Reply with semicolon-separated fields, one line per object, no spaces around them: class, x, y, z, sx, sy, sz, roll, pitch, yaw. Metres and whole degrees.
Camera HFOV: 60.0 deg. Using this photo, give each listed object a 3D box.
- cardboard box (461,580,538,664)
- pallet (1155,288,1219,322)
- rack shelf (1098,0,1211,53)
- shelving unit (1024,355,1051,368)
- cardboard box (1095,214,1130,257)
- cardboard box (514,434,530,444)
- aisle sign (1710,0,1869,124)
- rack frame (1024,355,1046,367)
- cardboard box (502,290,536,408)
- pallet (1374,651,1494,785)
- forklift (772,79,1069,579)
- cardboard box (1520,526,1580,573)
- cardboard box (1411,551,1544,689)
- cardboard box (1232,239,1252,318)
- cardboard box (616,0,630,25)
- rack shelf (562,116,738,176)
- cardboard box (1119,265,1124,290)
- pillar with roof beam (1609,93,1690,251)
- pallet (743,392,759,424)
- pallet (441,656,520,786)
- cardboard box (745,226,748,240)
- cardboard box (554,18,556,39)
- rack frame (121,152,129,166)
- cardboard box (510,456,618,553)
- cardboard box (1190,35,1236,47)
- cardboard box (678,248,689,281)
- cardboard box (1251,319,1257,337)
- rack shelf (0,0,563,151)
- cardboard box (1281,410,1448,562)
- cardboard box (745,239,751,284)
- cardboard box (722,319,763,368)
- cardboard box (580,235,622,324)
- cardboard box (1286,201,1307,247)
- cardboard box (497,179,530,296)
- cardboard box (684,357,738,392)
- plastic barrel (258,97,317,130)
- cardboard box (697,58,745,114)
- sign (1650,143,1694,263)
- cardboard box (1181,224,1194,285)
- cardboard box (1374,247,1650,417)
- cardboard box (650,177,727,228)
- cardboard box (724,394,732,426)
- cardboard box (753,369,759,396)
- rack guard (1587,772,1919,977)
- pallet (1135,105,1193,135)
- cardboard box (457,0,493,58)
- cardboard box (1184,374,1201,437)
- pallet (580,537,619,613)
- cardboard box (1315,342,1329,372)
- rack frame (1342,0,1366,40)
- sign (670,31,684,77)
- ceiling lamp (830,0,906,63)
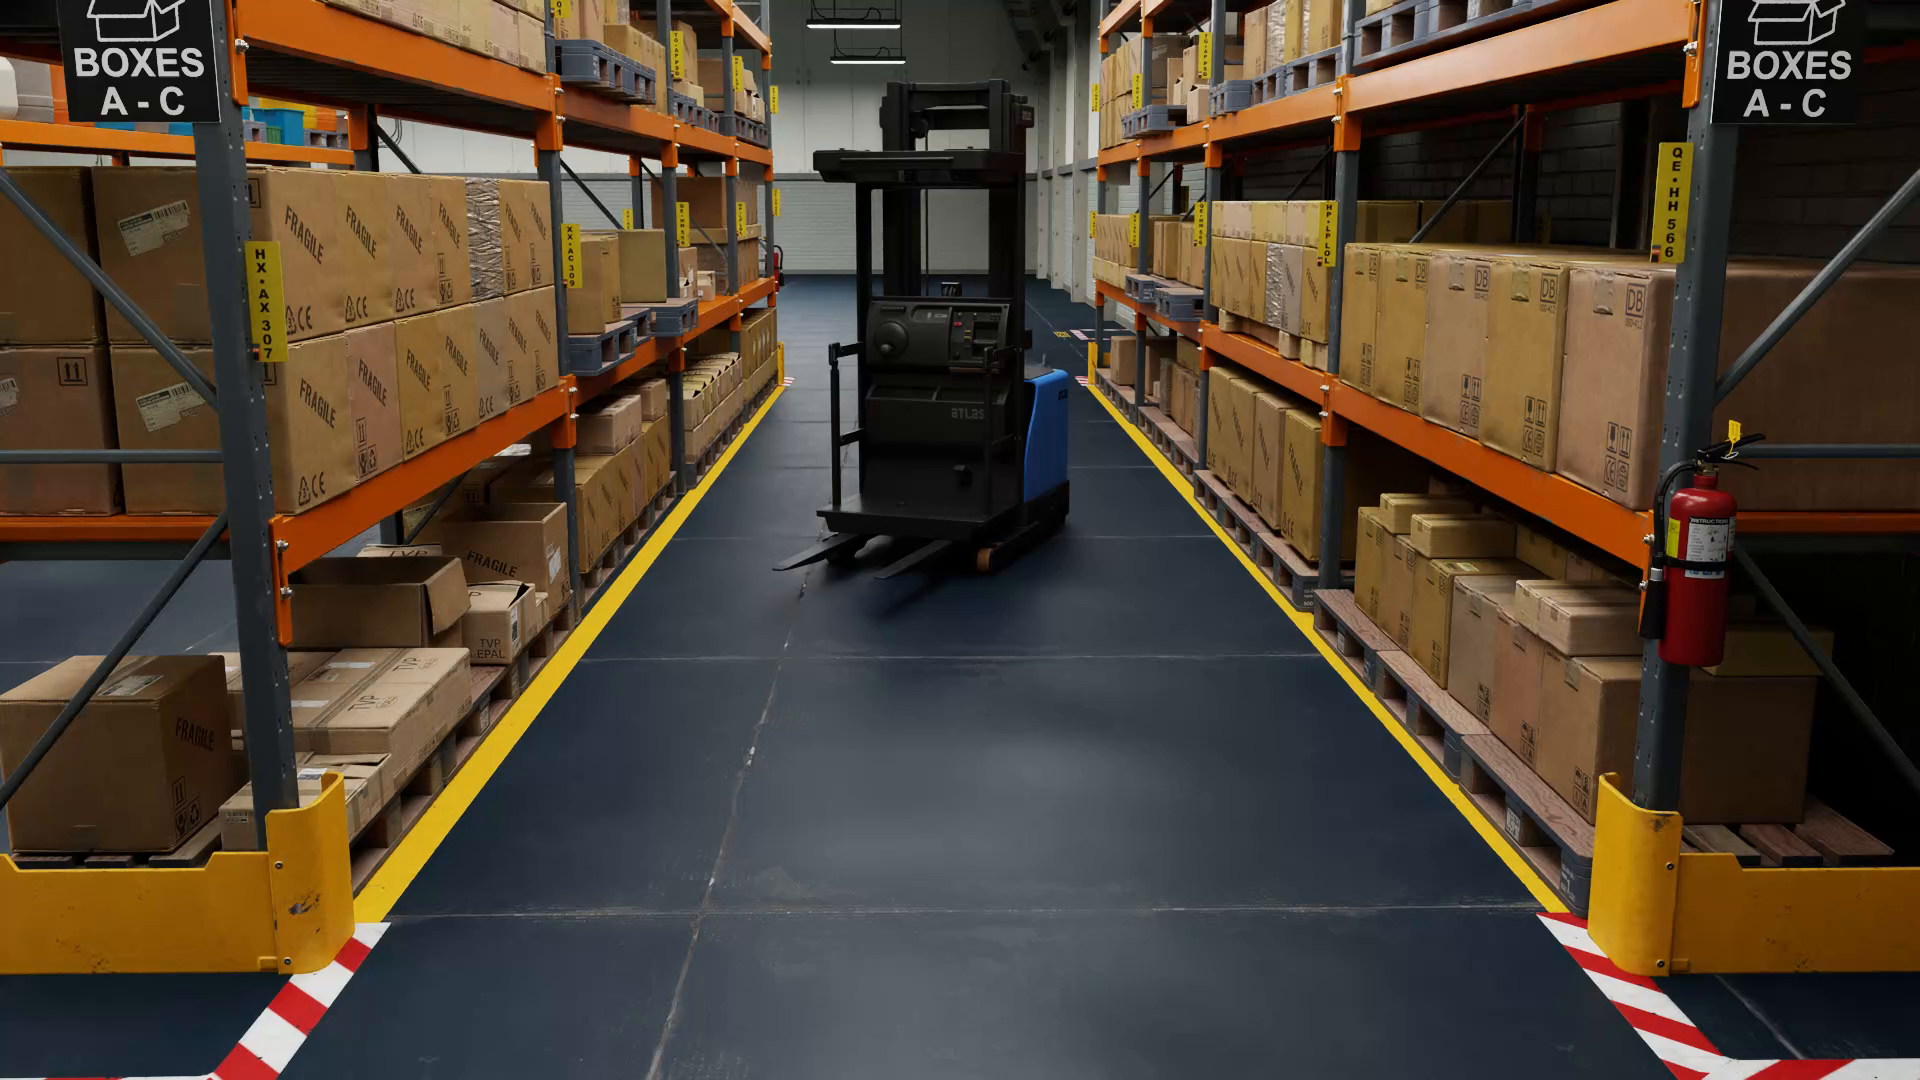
cardboard box;-2.213;0.344;7.476;0.500;0.311;0.500;0;11;-1
pallet;2.224;-1.883;13.278;1.213;0.211;1.003;0;11;-1
rack shelf;2.222;-5.614;17.918;1.077;0.370;4.000;0;11;-1
shelving unit;0.437;-0.791;12.194;0.258;1.200;0.189;4;-22;18
cardboard box;1.890;-3.634;19.866;0.500;0.500;0.500;0;11;-1
cardboard box;-2.846;-0.406;10.697;0.500;0.500;0.500;-1;11;-3
aisle sign;2.212;-1.504;4.390;0.394;0.787;0.004;0;11;-1
rack frame;0.413;-0.827;12.113;0.240;1.200;0.006;4;-22;18
cardboard box;-2.245;-0.868;7.540;0.500;0.500;0.500;0;11;0
pallet;2.394;0.721;6.976;1.003;0.211;1.213;0;11;-1
forklift;-0.212;-1.318;10.186;1.130;2.935;3.031;4;12;19
cardboard box;2.566;0.039;6.923;0.380;0.149;0.250;0;11;-2
cardboard box;2.357;0.330;7.121;0.700;0.500;0.500;0;11;0
cardboard box;2.110;-1.740;11.041;0.500;0.500;0.500;0;11;-1
cardboard box;-2.604;-3.737;11.624;0.500;0.500;0.500;0;11;-1
rack shelf;-2.648;-3.330;14.192;1.077;0.370;4.000;0;11;-1
cardboard box;1.948;-2.759;17.442;0.500;0.250;0.500;0;11;-1
pillar with roof beam;-0.997;-3.827;7.292;9.100;9.000;0.400;0;11;-1
pallet;-2.664;-1.401;17.436;1.003;0.211;1.213;0;11;-1
pallet;-2.483;0.727;6.946;1.003;0.211;1.213;0;11;-1
cardboard box;-2.540;-3.388;18.333;0.380;0.149;0.250;0;11;-2
cardboard box;-2.461;-2.894;8.675;0.600;0.600;0.600;-1;12;-7
rack frame;-7.642;-2.590;16.282;1.000;3.000;0.127;0;11;-1
cardboard box;-2.313;-0.213;9.746;0.500;0.500;0.500;0;11;0
cardboard box;2.538;-4.748;16.559;0.500;0.500;0.500;0;11;0
cardboard box;-2.669;-2.302;14.609;0.500;0.500;0.500;0;11;-1
cardboard box;2.181;-1.452;11.252;0.380;0.149;0.250;0;11;0
rack shelf;-2.483;-1.739;6.354;1.077;0.370;4.000;0;11;-1
cardboard box;2.285;-0.322;9.450;0.750;0.750;0.750;0;11;0
cardboard box;-2.755;-3.158;18.829;0.700;0.500;0.500;0;11;-1
cardboard box;-2.407;-2.128;17.976;0.500;0.500;0.500;0;11;-1
cardboard box;-2.388;-1.506;9.629;0.700;0.500;0.500;2;12;8
cardboard box;2.162;-1.806;9.481;0.500;0.250;0.500;0;11;0
cardboard box;-2.242;-1.357;7.438;0.500;0.500;0.500;0;11;-2
cardboard box;-2.378;-1.560;15.654;0.500;0.311;0.500;0;11;0
plastic barrel;-7.574;-4.927;18.728;0.600;0.588;0.600;0;11;0
cardboard box;-2.436;-4.504;16.514;0.500;0.500;0.500;1;11;4
sign;1.968;-0.930;4.589;0.100;0.325;0.005;0;11;-1
cardboard box;2.278;-2.441;14.190;0.700;0.500;0.500;0;11;-1
cardboard box;2.433;-0.935;7.367;0.980;0.700;0.700;-1;11;-3
cardboard box;-2.705;-3.383;16.674;0.700;0.500;0.500;0;11;-1
cardboard box;-2.372;-1.185;15.213;0.500;0.250;0.500;0;11;0
cardboard box;-2.401;-1.661;17.561;0.500;0.250;0.500;0;11;-1
rack guard;2.511;0.984;4.950;1.175;0.500;0.348;0;11;-1
pallet;2.194;-3.680;14.580;1.213;0.211;1.003;0;11;-1
cardboard box;-2.230;-2.122;6.806;0.500;0.250;0.500;0;11;-1
cardboard box;2.346;-1.171;14.466;0.700;0.500;0.500;0;11;-1
pallet;-2.579;0.186;9.613;1.003;0.211;1.213;0;11;-1
cardboard box;2.138;-0.993;8.992;0.380;0.149;0.250;0;11;-1
rack frame;2.428;-3.981;8.047;1.000;3.000;0.127;0;11;-1
sign;-2.064;-3.540;12.119;0.100;0.325;0.005;0;11;-1
ceiling lamp;-2.440;-14.266;44.065;2.000;3.185;0.800;0;11;-1
